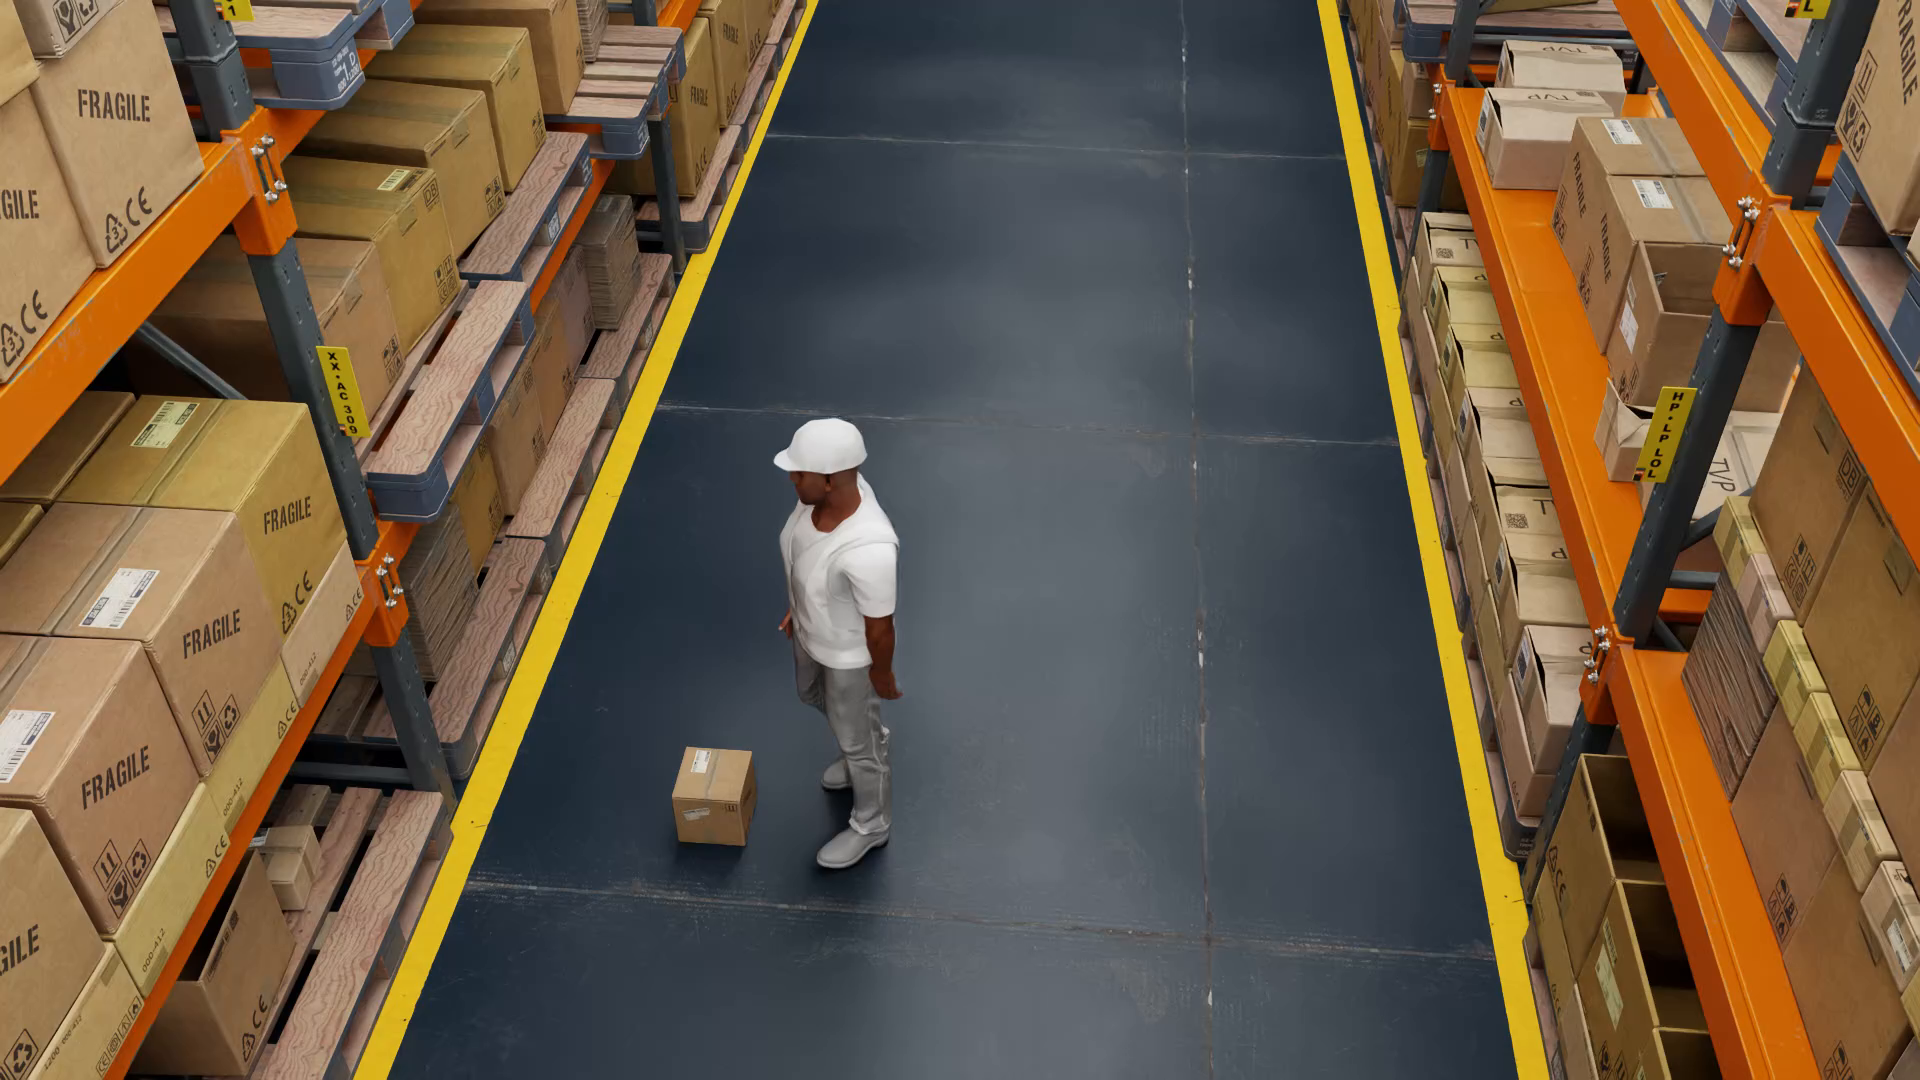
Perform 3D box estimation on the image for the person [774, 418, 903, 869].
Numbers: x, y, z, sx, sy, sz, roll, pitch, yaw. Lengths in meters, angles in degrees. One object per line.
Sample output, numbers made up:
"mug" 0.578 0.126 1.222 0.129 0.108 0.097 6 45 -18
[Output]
"person" -0.402 0.328 5.698 0.461 1.769 0.557 -18 43 -20
